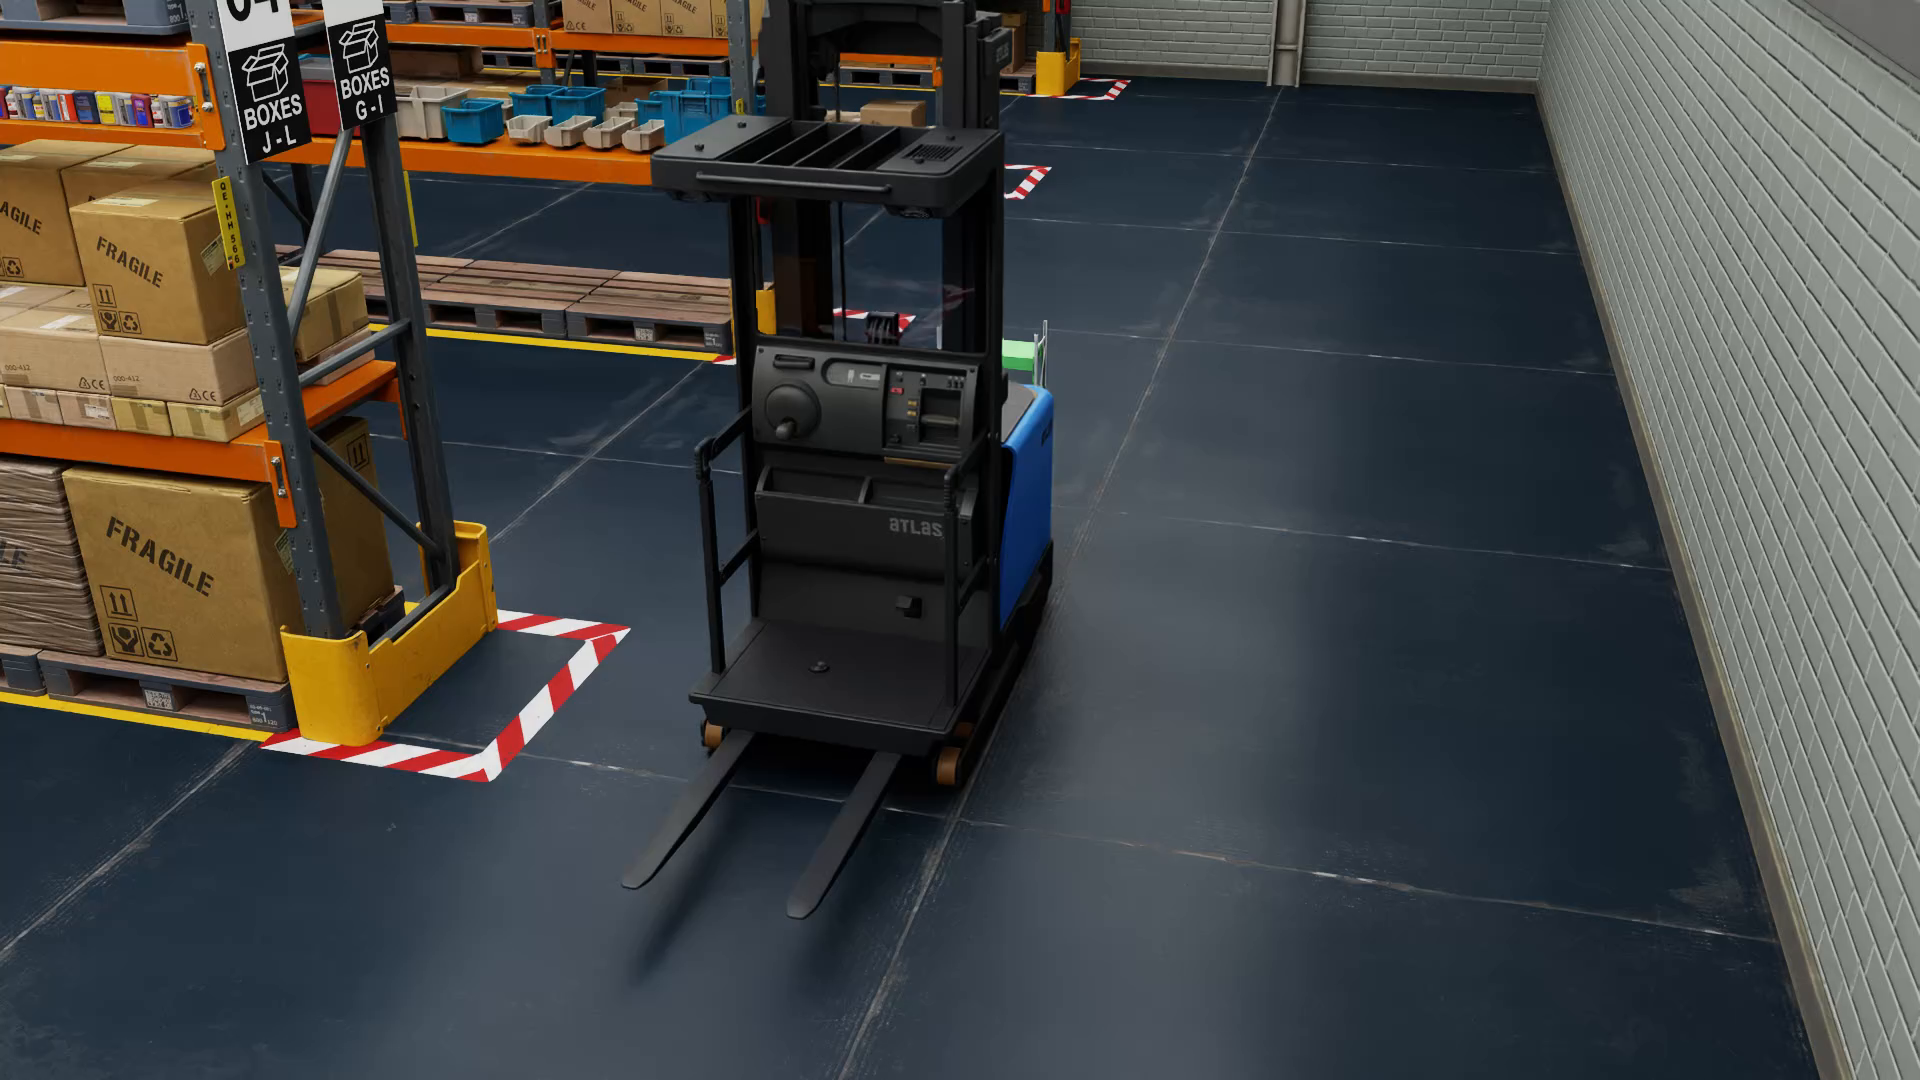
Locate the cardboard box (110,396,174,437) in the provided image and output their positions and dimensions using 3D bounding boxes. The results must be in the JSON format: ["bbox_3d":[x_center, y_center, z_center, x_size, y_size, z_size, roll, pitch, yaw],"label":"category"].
[{"bbox_3d":[-3.194,-0.564,6.738,0.250,0.149,0.380,7,26,14],"label":"cardboard box"}]

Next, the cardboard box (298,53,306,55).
[{"bbox_3d":[-6.772,-5.132,17.563,0.500,0.250,0.500,7,26,15],"label":"cardboard box"}]

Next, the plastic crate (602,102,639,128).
[{"bbox_3d":[-2.385,-3.025,11.850,0.298,0.136,0.250,6,26,13],"label":"plastic crate"}]

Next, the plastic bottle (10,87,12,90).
[{"bbox_3d":[-7.281,-3.548,12.848,0.133,0.283,0.061,6,26,13],"label":"plastic bottle"}]

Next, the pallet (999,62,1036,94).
[{"bbox_3d":[0.392,-5.730,20.540,1.213,0.211,1.003,6,26,13],"label":"pallet"}]

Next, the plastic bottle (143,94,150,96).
[{"bbox_3d":[-6.264,-3.499,12.746,0.133,0.283,0.061,6,26,13],"label":"plastic bottle"}]

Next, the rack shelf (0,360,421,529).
[{"bbox_3d":[-4.452,-0.639,7.439,4.000,0.370,1.077,6,26,13],"label":"rack shelf"}]

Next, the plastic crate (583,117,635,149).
[{"bbox_3d":[-2.393,-2.769,11.313,0.243,0.136,0.396,6,26,13],"label":"plastic crate"}]

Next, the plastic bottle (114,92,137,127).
[{"bbox_3d":[-5.971,-3.131,11.980,0.135,0.276,0.152,6,26,13],"label":"plastic bottle"}]

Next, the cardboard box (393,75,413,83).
[{"bbox_3d":[-5.923,-4.469,17.043,0.500,0.500,0.500,5,26,11],"label":"cardboard box"}]

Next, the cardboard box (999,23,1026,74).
[{"bbox_3d":[0.483,-6.030,20.346,0.500,0.500,0.700,6,26,13],"label":"cardboard box"}]

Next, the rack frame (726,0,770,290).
[{"bbox_3d":[-1.281,-2.812,11.166,0.127,3.000,1.000,6,26,13],"label":"rack frame"}]

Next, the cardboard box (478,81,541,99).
[{"bbox_3d":[-4.467,-4.305,16.699,0.500,0.500,0.500,6,26,13],"label":"cardboard box"}]

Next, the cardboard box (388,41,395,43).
[{"bbox_3d":[-7.272,-6.918,22.187,0.500,0.500,0.700,7,26,14],"label":"cardboard box"}]

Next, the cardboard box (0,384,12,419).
[{"bbox_3d":[-3.931,-0.646,6.910,0.250,0.149,0.380,6,26,12],"label":"cardboard box"}]

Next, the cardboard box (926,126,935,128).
[{"bbox_3d":[-0.364,-3.973,16.410,0.250,0.149,0.380,6,26,13],"label":"cardboard box"}]

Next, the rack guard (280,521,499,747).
[{"bbox_3d":[-2.492,0.382,7.367,0.348,0.500,1.175,6,26,13],"label":"rack guard"}]

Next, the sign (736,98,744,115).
[{"bbox_3d":[-1.403,-2.655,10.646,0.005,0.325,0.100,6,26,13],"label":"sign"}]

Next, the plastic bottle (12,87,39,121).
[{"bbox_3d":[-6.815,-3.224,12.176,0.135,0.276,0.152,6,26,13],"label":"plastic bottle"}]

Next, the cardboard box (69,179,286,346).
[{"bbox_3d":[-3.052,-1.098,6.522,0.500,0.500,0.500,7,26,14],"label":"cardboard box"}]

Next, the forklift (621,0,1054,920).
[{"bbox_3d":[-0.438,-0.519,6.430,1.130,2.935,3.031,7,26,14],"label":"forklift"}]

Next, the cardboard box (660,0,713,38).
[{"bbox_3d":[-2.512,-5.071,15.795,0.500,0.500,0.500,6,26,13],"label":"cardboard box"}]

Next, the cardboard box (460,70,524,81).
[{"bbox_3d":[-4.845,-4.577,17.271,0.500,0.500,0.500,7,26,14],"label":"cardboard box"}]

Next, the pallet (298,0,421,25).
[{"bbox_3d":[-5.907,-5.437,16.904,1.213,0.211,1.003,6,26,13],"label":"pallet"}]

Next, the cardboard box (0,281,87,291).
[{"bbox_3d":[-3.903,-1.088,7.375,0.500,0.250,0.500,5,26,11],"label":"cardboard box"}]

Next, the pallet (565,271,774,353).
[{"bbox_3d":[-2.070,-1.657,11.985,1.213,0.211,1.003,6,26,13],"label":"pallet"}]

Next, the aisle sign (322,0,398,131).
[{"bbox_3d":[-2.370,-2.041,6.522,0.004,0.787,0.394,6,26,13],"label":"aisle sign"}]

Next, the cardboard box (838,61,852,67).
[{"bbox_3d":[-1.503,-6.247,20.802,0.500,0.500,0.700,6,26,12],"label":"cardboard box"}]

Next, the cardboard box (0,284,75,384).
[{"bbox_3d":[-4.034,-0.867,6.909,0.500,0.250,0.500,5,26,11],"label":"cardboard box"}]

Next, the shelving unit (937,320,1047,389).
[{"bbox_3d":[0.160,-0.524,8.455,0.503,1.200,0.258,6,26,13],"label":"shelving unit"}]

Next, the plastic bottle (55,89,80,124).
[{"bbox_3d":[-6.460,-3.185,12.094,0.135,0.276,0.152,6,26,13],"label":"plastic bottle"}]

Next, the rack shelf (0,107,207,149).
[{"bbox_3d":[-7.092,-3.129,12.670,4.000,0.370,1.077,6,26,13],"label":"rack shelf"}]

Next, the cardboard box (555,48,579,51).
[{"bbox_3d":[-5.036,-6.782,21.517,0.750,0.750,0.750,6,26,13],"label":"cardboard box"}]

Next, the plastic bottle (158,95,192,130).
[{"bbox_3d":[-5.618,-3.091,11.898,0.135,0.276,0.152,6,26,13],"label":"plastic bottle"}]

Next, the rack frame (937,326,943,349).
[{"bbox_3d":[-0.076,-0.550,8.510,0.015,1.200,0.240,6,26,13],"label":"rack frame"}]

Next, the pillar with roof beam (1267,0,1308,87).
[{"bbox_3d":[2.944,-7.924,14.924,0.400,9.000,9.100,6,26,13],"label":"pillar with roof beam"}]

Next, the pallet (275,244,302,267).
[{"bbox_3d":[-5.892,-2.081,12.875,1.213,0.211,1.003,6,26,13],"label":"pallet"}]

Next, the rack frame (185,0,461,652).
[{"bbox_3d":[-2.515,-0.750,6.835,0.127,3.000,1.000,6,26,13],"label":"rack frame"}]

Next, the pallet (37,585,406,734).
[{"bbox_3d":[-3.309,0.456,7.546,1.213,0.211,1.003,6,26,13],"label":"pallet"}]

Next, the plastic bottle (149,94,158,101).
[{"bbox_3d":[-6.157,-3.442,12.722,0.097,0.201,0.097,0,25,0],"label":"plastic bottle"}]

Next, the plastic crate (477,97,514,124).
[{"bbox_3d":[-3.394,-3.087,11.981,0.466,0.136,0.293,6,26,13],"label":"plastic crate"}]

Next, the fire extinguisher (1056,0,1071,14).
[{"bbox_3d":[1.217,-6.524,19.489,0.183,0.674,0.296,6,26,13],"label":"fire extinguisher"}]

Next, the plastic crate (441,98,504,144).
[{"bbox_3d":[-3.334,-2.876,11.427,0.300,0.233,0.416,6,26,13],"label":"plastic crate"}]

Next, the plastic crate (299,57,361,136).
[{"bbox_3d":[-4.353,-3.096,11.619,0.583,0.464,0.402,6,26,13],"label":"plastic crate"}]

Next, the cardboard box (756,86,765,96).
[{"bbox_3d":[-2.097,-4.174,16.420,0.637,0.503,0.797,6,26,13],"label":"cardboard box"}]
